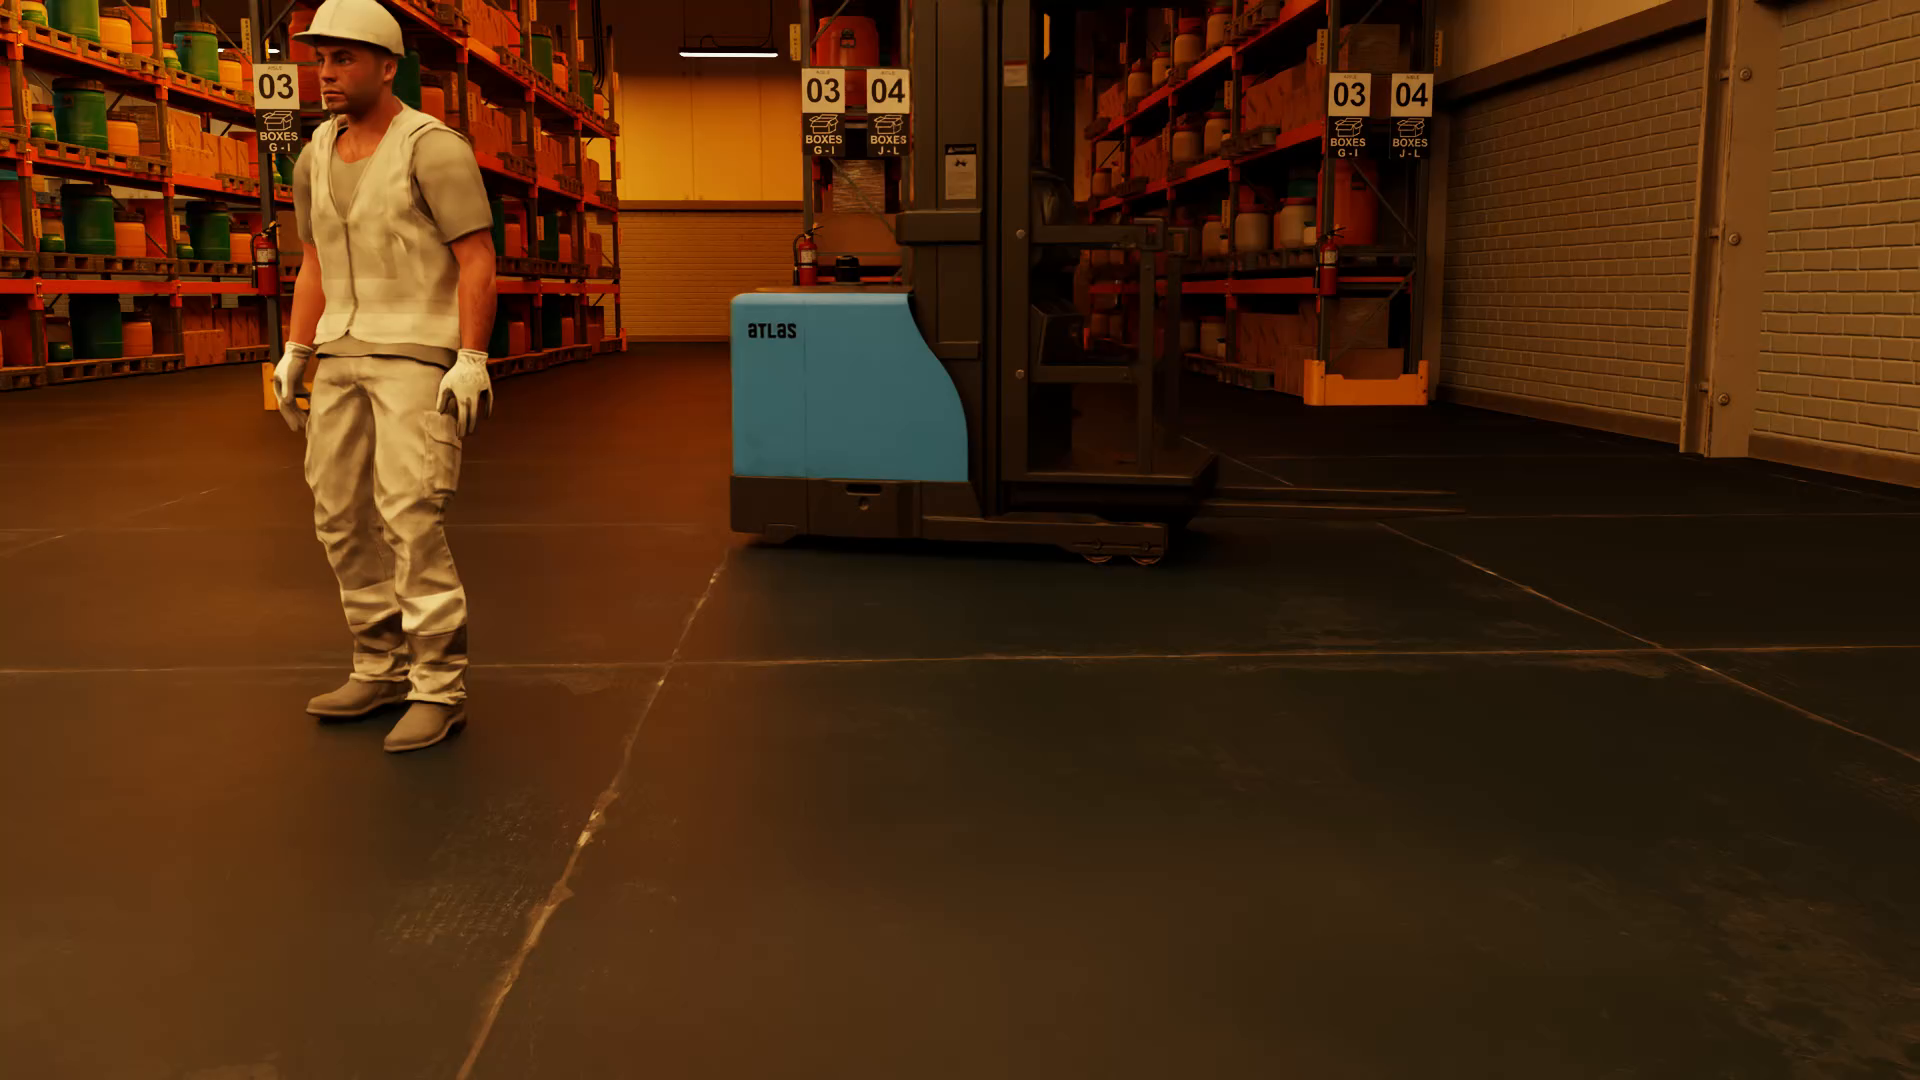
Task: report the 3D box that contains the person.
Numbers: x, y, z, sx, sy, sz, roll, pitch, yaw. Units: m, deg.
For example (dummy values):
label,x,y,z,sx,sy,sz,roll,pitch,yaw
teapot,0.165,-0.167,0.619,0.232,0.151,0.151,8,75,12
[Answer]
label,x,y,z,sx,sy,sz,roll,pitch,yaw
person,-1.440,-0.412,4.094,0.612,1.789,0.458,4,9,26

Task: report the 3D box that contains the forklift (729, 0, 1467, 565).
label,x,y,z,sx,sy,sz,roll,pitch,yaw
forklift,0.591,-1.436,6.998,3.031,2.935,1.130,2,9,13
